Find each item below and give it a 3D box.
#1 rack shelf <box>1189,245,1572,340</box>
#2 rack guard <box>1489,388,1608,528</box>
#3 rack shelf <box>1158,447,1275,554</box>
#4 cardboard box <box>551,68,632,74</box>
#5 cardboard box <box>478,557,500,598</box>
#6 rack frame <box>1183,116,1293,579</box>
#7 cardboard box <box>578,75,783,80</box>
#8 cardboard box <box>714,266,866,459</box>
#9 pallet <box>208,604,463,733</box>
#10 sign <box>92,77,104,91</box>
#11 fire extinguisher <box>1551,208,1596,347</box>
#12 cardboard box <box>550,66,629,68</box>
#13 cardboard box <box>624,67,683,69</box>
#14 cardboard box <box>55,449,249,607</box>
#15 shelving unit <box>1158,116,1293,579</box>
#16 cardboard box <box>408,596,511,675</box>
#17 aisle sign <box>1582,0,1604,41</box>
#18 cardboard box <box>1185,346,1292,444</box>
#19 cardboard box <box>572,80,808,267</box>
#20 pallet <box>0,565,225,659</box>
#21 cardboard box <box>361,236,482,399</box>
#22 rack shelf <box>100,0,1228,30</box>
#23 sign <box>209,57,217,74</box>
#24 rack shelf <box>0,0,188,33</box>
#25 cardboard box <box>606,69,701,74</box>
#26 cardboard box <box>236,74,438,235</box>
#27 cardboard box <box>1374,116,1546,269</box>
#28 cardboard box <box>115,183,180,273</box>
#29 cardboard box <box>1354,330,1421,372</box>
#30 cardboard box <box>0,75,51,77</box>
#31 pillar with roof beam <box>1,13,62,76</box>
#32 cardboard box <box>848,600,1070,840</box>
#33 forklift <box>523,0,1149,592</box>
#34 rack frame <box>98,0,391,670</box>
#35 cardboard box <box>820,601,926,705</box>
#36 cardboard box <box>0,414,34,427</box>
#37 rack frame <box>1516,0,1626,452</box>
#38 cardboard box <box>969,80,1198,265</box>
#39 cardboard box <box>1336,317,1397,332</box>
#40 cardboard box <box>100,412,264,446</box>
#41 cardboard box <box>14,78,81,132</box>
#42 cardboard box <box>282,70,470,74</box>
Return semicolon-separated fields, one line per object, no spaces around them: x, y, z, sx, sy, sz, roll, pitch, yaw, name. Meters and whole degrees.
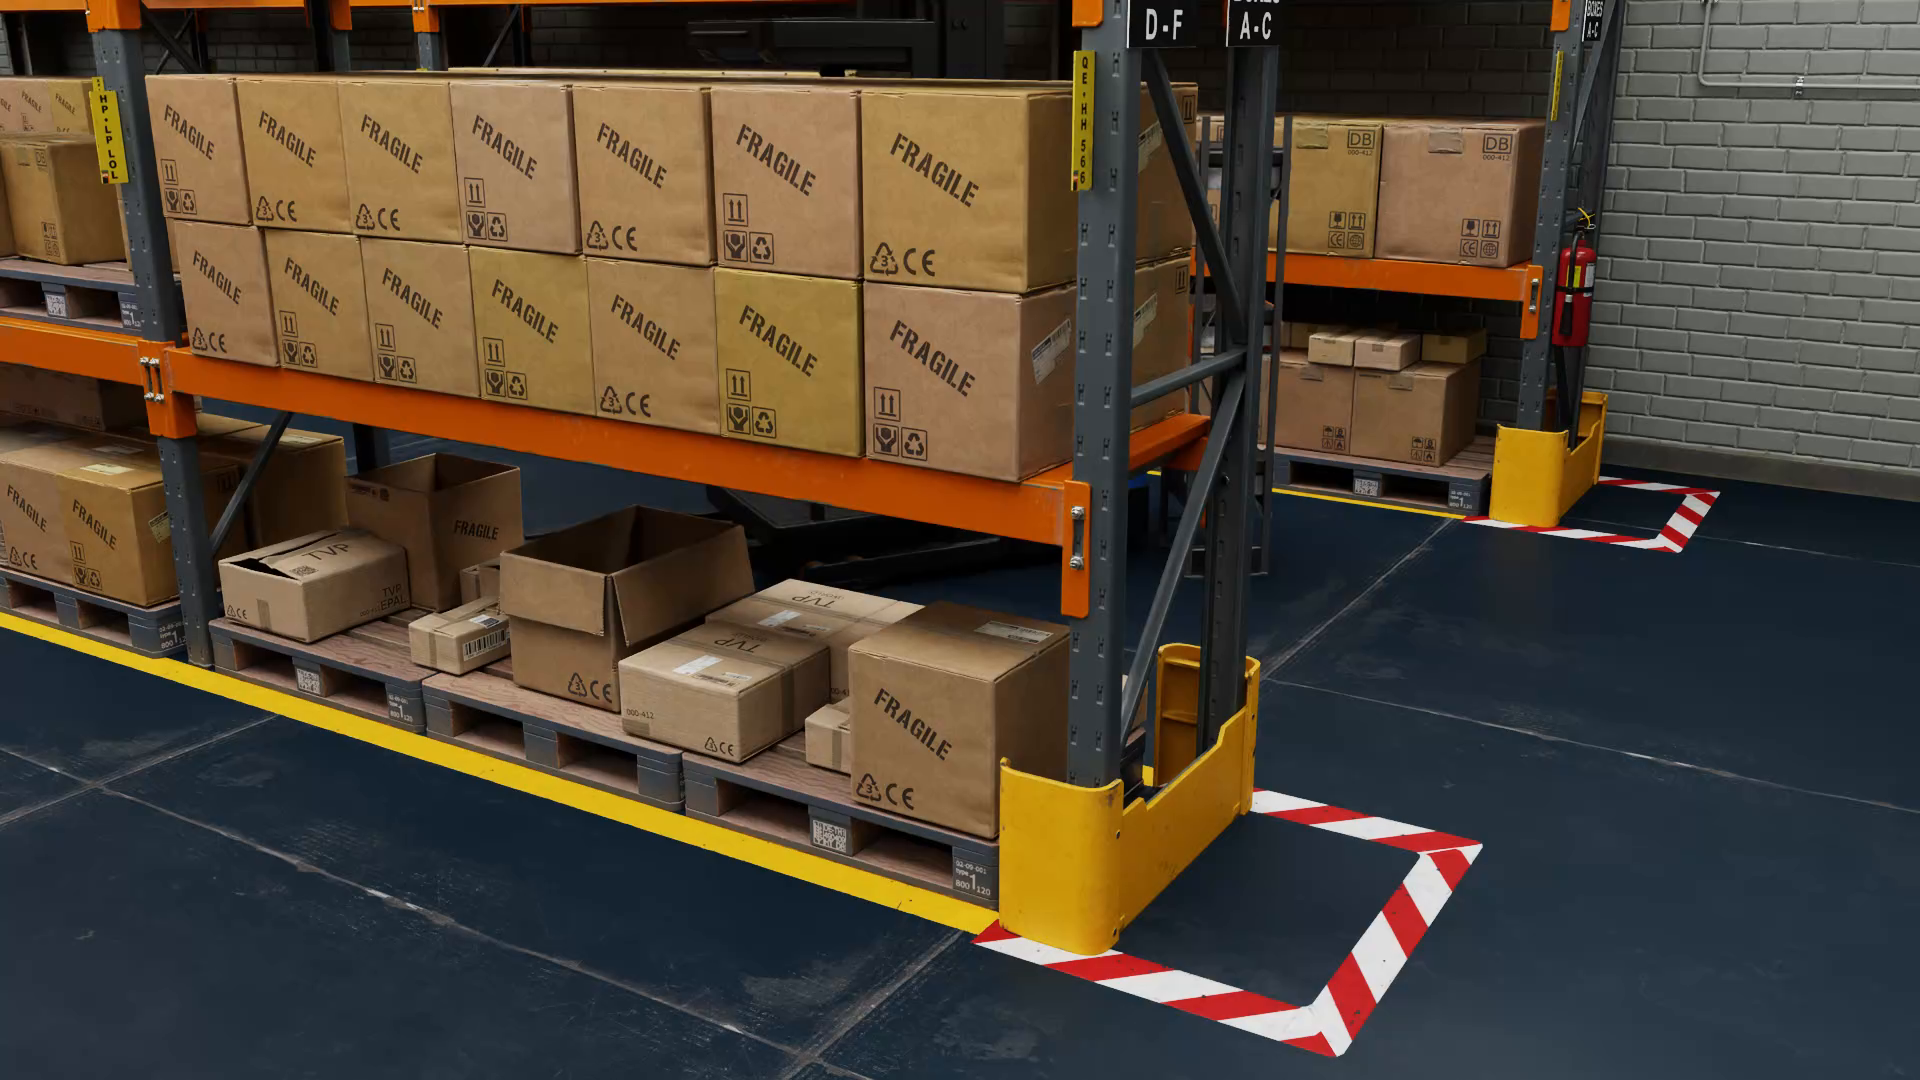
1.489;-1.625;9.808;4.000;0.370;1.077;10;20;30;rack shelf
3.214;-0.465;9.054;0.348;0.500;1.175;10;20;30;rack guard
1.216;-0.219;7.946;0.431;0.518;0.480;-2;17;-7;rack shelf
-2.485;-3.151;11.585;0.500;0.250;0.500;10;20;30;cardboard box
-1.532;0.160;6.562;0.500;0.311;0.500;10;20;30;cardboard box
1.246;-0.832;7.507;0.400;2.100;0.015;-2;17;-7;rack frame
-0.943;-1.329;5.703;0.500;0.500;0.500;10;20;30;cardboard box
-0.364;-0.564;4.906;0.500;0.500;0.500;10;20;31;cardboard box
-2.220;0.393;6.725;1.213;0.211;1.003;10;20;30;pallet
-7.310;-3.769;14.139;0.005;0.325;0.100;10;20;30;sign
3.080;-1.313;8.316;0.183;0.674;0.296;10;20;30;fire extinguisher
-2.662;-3.356;12.261;0.500;0.250;0.500;9;19;28;cardboard box
-2.227;-3.277;12.001;0.500;0.250;0.500;10;19;29;cardboard box
-3.375;-0.065;6.977;0.500;0.500;0.500;10;20;30;cardboard box
1.216;-0.902;7.739;0.431;2.100;0.503;-2;17;-7;shelving unit
-1.818;0.345;6.201;0.250;0.166;0.380;10;20;30;cardboard box
3.098;-2.824;8.044;0.004;0.787;0.394;10;20;30;aisle sign
1.689;-0.904;9.775;0.500;0.500;0.700;9;19;28;cardboard box
-0.794;-1.118;5.008;0.500;0.500;0.500;11;20;32;cardboard box
-3.517;0.174;7.446;1.213;0.211;1.003;10;20;30;pallet
-1.650;-0.795;5.666;0.500;0.500;0.500;10;20;30;cardboard box
-1.100;-1.833;5.332;4.000;0.370;1.077;10;20;30;rack shelf
-6.745;-4.182;14.997;0.005;0.325;0.100;10;20;30;sign
-8.737;-4.886;15.381;4.000;0.370;1.077;10;20;30;rack shelf
-2.047;-3.075;11.335;0.500;0.250;0.500;10;19;29;cardboard box
-2.110;-1.353;5.781;0.500;0.500;0.500;9;19;28;cardboard box
2.753;-1.884;8.906;0.700;0.700;0.980;11;20;33;cardboard box
-3.091;-1.422;7.008;0.500;0.500;0.700;4;17;12;cardboard box
2.340;-1.037;9.095;0.250;0.149;0.380;10;19;29;cardboard box
-9.061;-4.220;16.046;0.500;0.500;0.500;10;19;29;cardboard box
-11.645;-6.011;12.687;0.400;9.000;9.100;10;20;30;pillar with roof beam
0.012;0.526;5.032;0.500;0.500;0.500;10;20;30;cardboard box
-0.618;-1.313;7.662;3.031;2.935;1.130;-8;19;-25;forklift
-2.805;-1.046;6.664;0.127;3.000;1.000;10;20;30;rack frame
-0.137;0.438;5.751;0.500;0.250;0.500;10;20;30;cardboard box
-4.654;-0.295;7.736;0.500;0.500;0.500;9;19;28;cardboard box
3.193;-1.665;8.702;0.127;3.000;1.000;10;20;30;rack frame
0.364;-1.097;4.939;0.500;0.500;0.500;11;20;32;cardboard box
2.323;-1.170;9.533;0.250;0.149;0.380;10;20;30;cardboard box
-3.550;-0.273;7.663;0.500;0.500;0.500;10;20;31;cardboard box
-8.025;-3.857;14.851;0.500;0.500;0.500;10;20;30;cardboard box
-2.238;-1.560;6.462;0.500;0.500;0.500;10;20;30;cardboard box
